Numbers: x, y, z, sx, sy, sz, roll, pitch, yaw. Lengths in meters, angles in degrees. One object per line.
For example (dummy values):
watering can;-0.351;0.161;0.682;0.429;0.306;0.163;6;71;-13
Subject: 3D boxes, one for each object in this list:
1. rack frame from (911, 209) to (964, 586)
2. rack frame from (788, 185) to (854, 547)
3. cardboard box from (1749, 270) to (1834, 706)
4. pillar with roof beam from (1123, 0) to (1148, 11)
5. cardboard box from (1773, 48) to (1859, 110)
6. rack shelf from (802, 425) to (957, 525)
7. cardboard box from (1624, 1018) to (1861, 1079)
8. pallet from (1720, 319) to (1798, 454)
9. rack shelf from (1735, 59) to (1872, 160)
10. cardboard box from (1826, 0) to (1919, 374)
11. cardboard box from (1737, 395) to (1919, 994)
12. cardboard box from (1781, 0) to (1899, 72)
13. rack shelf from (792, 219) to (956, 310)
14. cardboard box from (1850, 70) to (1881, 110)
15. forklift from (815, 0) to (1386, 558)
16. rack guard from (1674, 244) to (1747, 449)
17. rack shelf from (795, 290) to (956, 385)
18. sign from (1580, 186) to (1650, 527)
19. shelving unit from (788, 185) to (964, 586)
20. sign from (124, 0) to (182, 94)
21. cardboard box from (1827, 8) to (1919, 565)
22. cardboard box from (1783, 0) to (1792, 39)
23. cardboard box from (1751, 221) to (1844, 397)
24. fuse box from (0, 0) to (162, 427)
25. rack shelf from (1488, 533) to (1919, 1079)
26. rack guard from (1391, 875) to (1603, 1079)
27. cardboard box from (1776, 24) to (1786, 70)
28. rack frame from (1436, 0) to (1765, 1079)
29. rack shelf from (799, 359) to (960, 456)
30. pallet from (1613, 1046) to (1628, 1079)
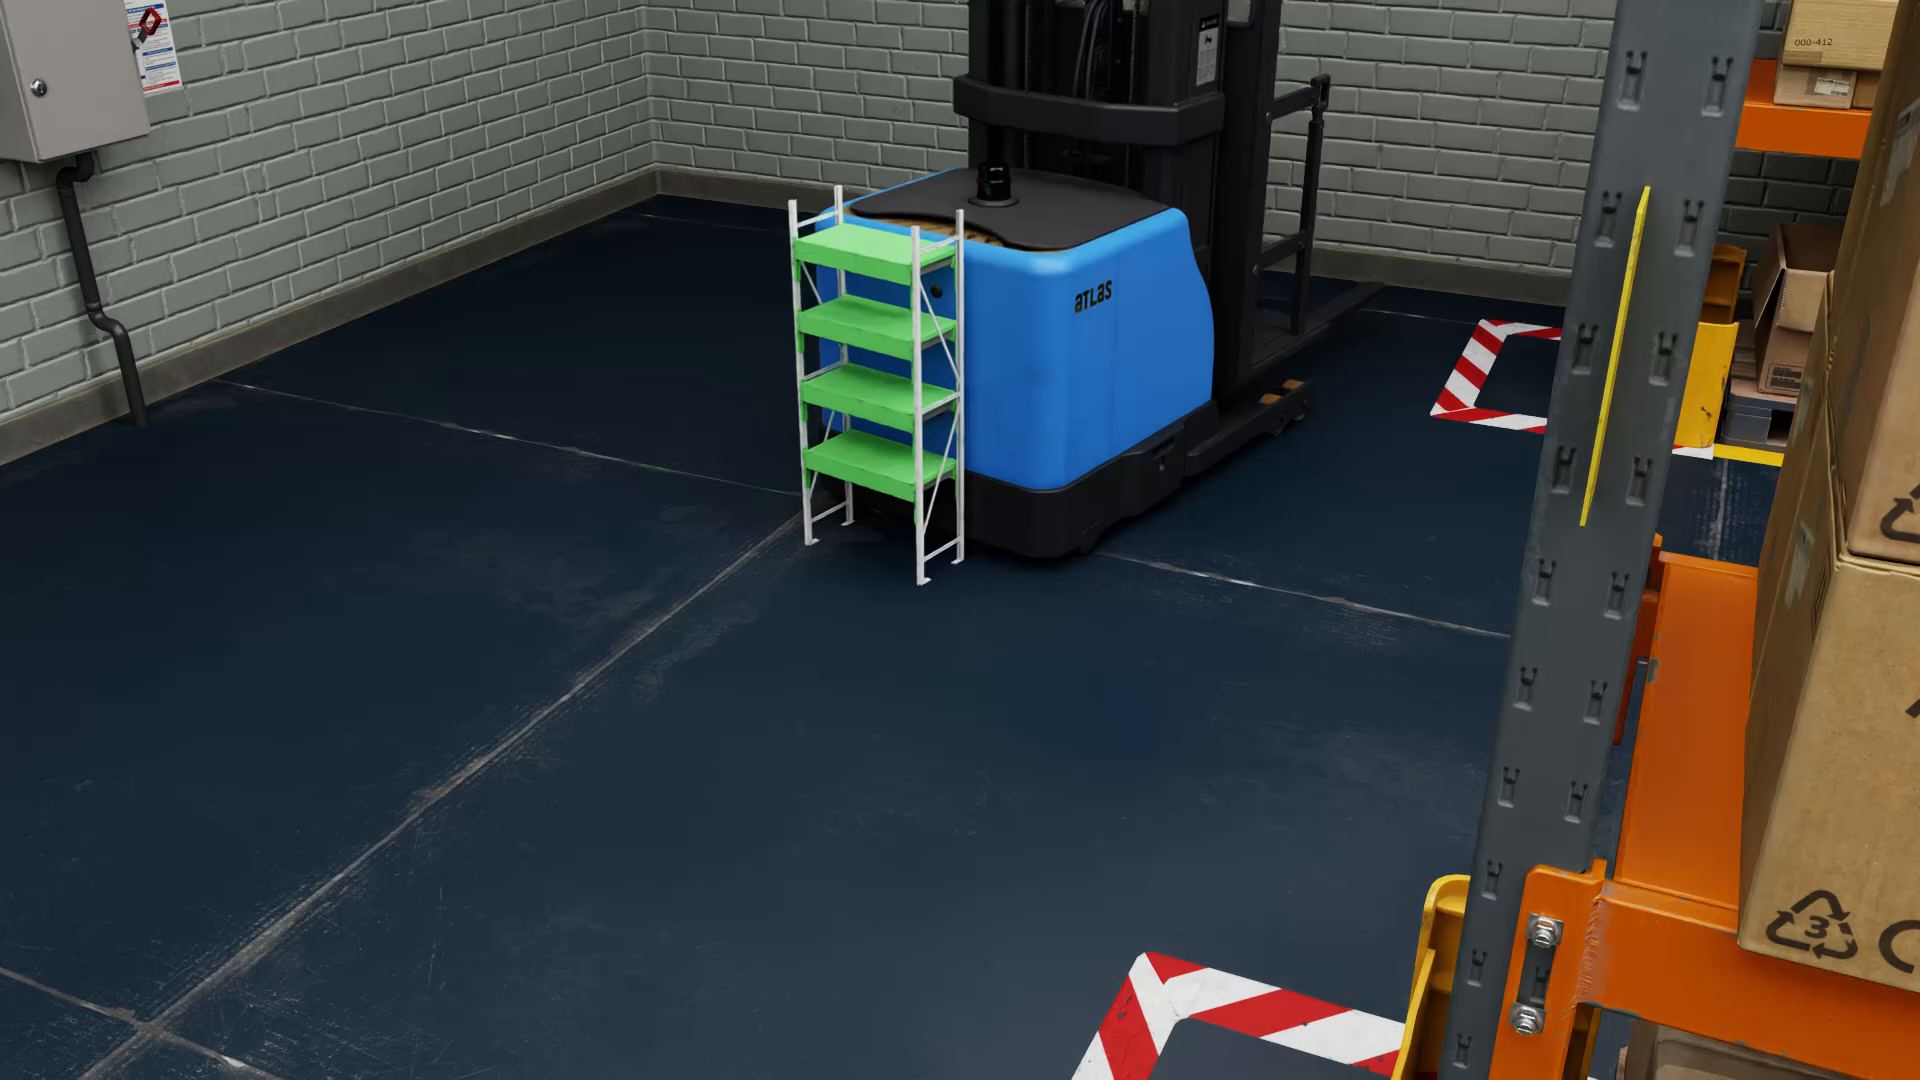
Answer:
rack frame;-0.065;-0.430;5.264;0.015;1.200;0.240;18;32;33
rack frame;-0.455;-0.560;5.526;0.015;1.200;0.240;18;32;33
cardboard box;1.431;-0.039;2.320;0.500;0.500;0.500;12;28;22
pillar with roof beam;-0.929;-3.788;3.257;0.400;9.000;9.100;11;28;22
cardboard box;3.120;-1.689;6.070;0.250;0.149;0.380;11;28;21
rack shelf;-0.259;-0.223;5.530;0.480;0.148;0.258;18;32;33
cardboard box;1.525;1.066;2.615;0.875;0.438;0.875;10;28;20
pallet;3.729;-0.562;6.653;1.213;0.211;1.003;11;28;22
rack shelf;4.755;-1.284;5.777;4.000;0.370;1.077;11;28;22
cardboard box;1.420;-0.477;2.078;0.500;0.500;0.500;12;29;23
cardboard box;1.201;0.182;1.871;0.500;0.500;0.500;11;28;21
cardboard box;3.236;-1.847;5.939;0.500;0.250;0.500;12;28;22
rack shelf;-0.261;-0.867;5.209;0.480;0.148;0.258;18;32;33
cardboard box;3.370;-1.662;6.013;0.250;0.149;0.380;12;29;23
forklift;0.782;-1.845;6.179;1.130;2.935;3.031;18;32;33
rack guard;3.003;-0.837;6.884;0.348;0.500;1.175;11;28;22
rack shelf;-0.261;-0.653;5.316;0.480;0.148;0.258;18;32;33
sign;0.648;-0.178;1.646;0.005;0.325;0.100;11;28;22
shelving unit;-0.260;-0.495;5.395;0.503;1.200;0.258;18;32;33
sign;-3.242;-2.009;6.543;0.001;0.494;0.329;11;28;22
cardboard box;1.202;-0.267;1.652;0.500;0.500;0.500;11;28;21
cardboard box;3.463;-2.061;6.374;0.500;0.250;0.500;12;29;23
cardboard box;3.452;-0.891;6.515;0.637;0.503;0.797;10;28;20
fuse box;-3.257;-1.238;6.326;0.414;1.711;0.539;11;28;22
rack shelf;2.703;0.712;1.722;4.000;0.370;1.077;11;28;22
rack guard;0.861;1.141;2.866;0.348;0.500;1.175;11;28;22
cardboard box;3.347;-1.907;6.512;0.250;0.149;0.380;11;28;21
rack frame;0.884;0.023;2.308;0.053;2.616;0.949;11;28;22
rack shelf;-0.260;-0.438;5.423;0.480;0.148;0.258;18;32;33
pallet;1.643;1.390;2.688;1.213;0.211;1.003;11;28;22
